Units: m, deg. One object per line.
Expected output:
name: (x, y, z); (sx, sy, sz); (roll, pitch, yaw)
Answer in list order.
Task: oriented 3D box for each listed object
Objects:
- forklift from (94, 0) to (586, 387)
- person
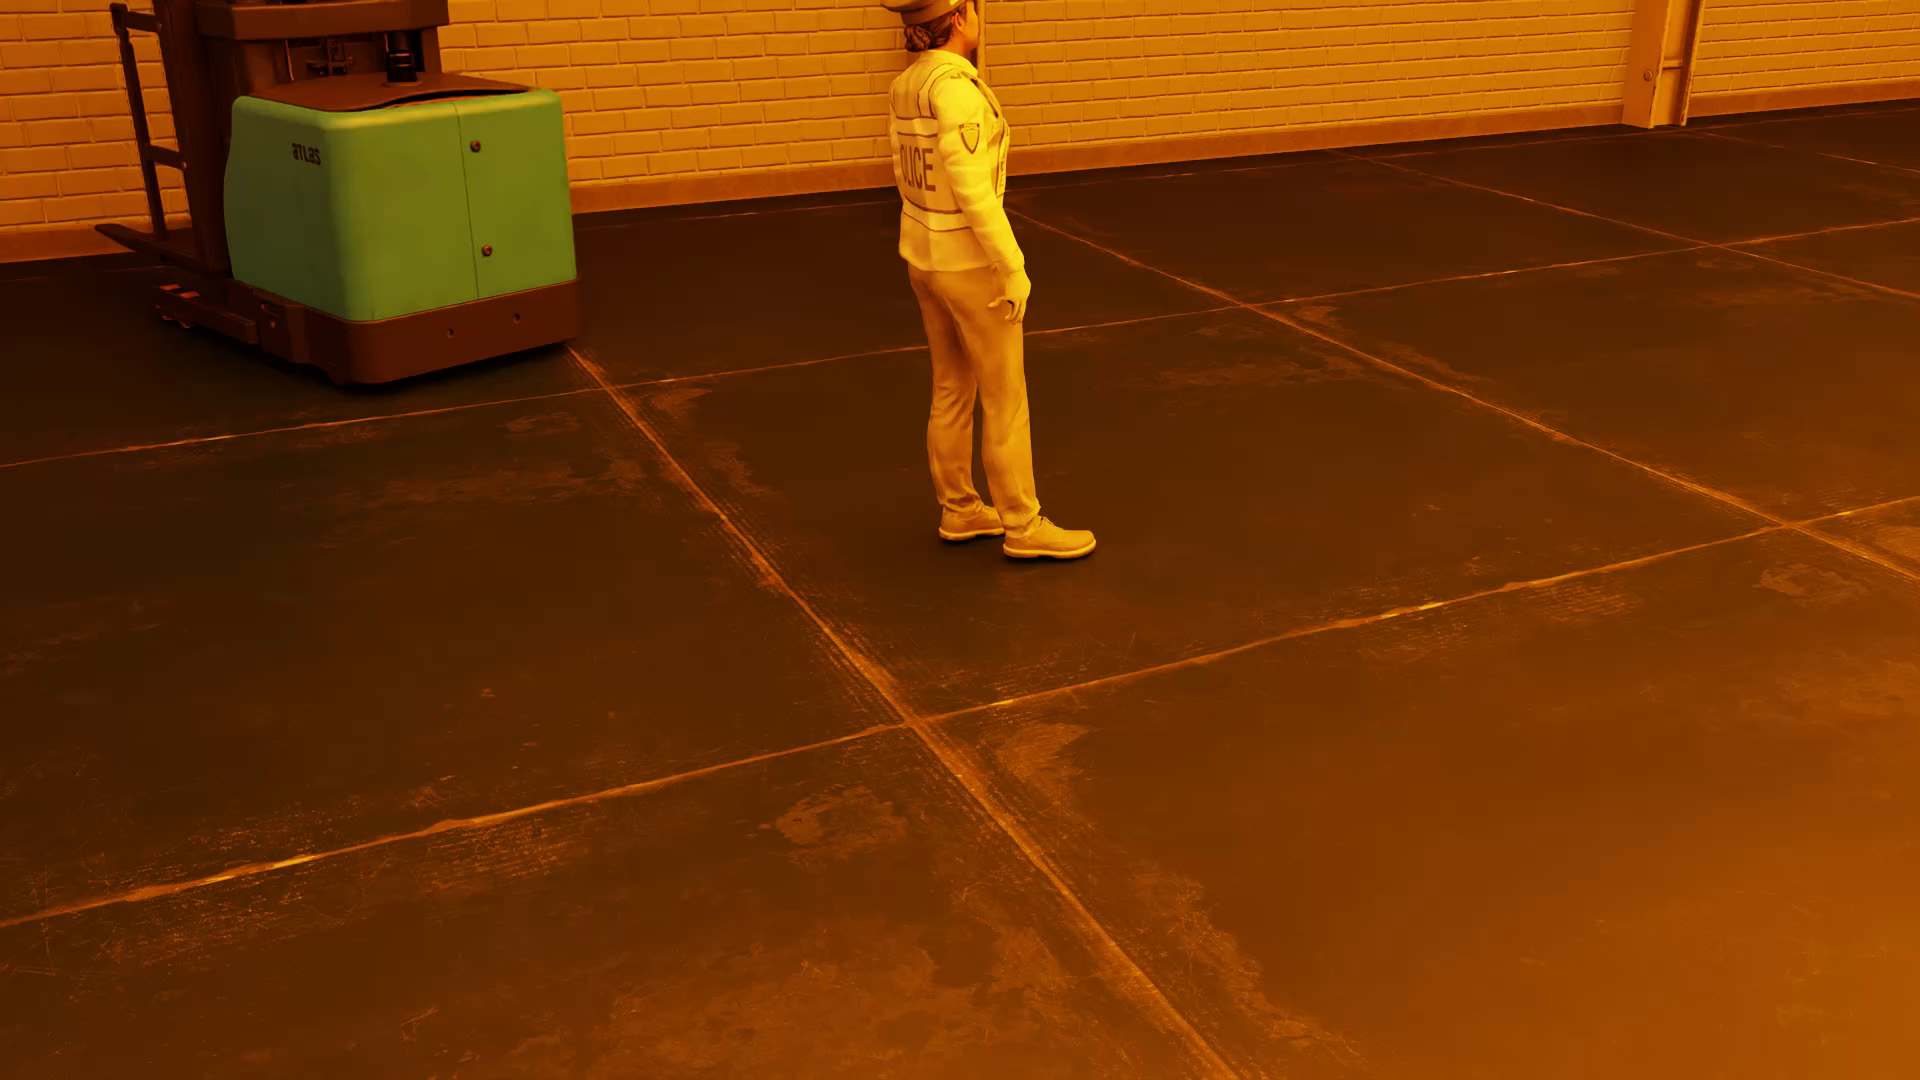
forklift: (-2.996, -2.412, 7.092); (3.031, 2.935, 1.130); (20, 30, 39)
person: (0.063, -0.798, 4.800); (0.534, 1.696, 0.587); (-10, 25, -23)
